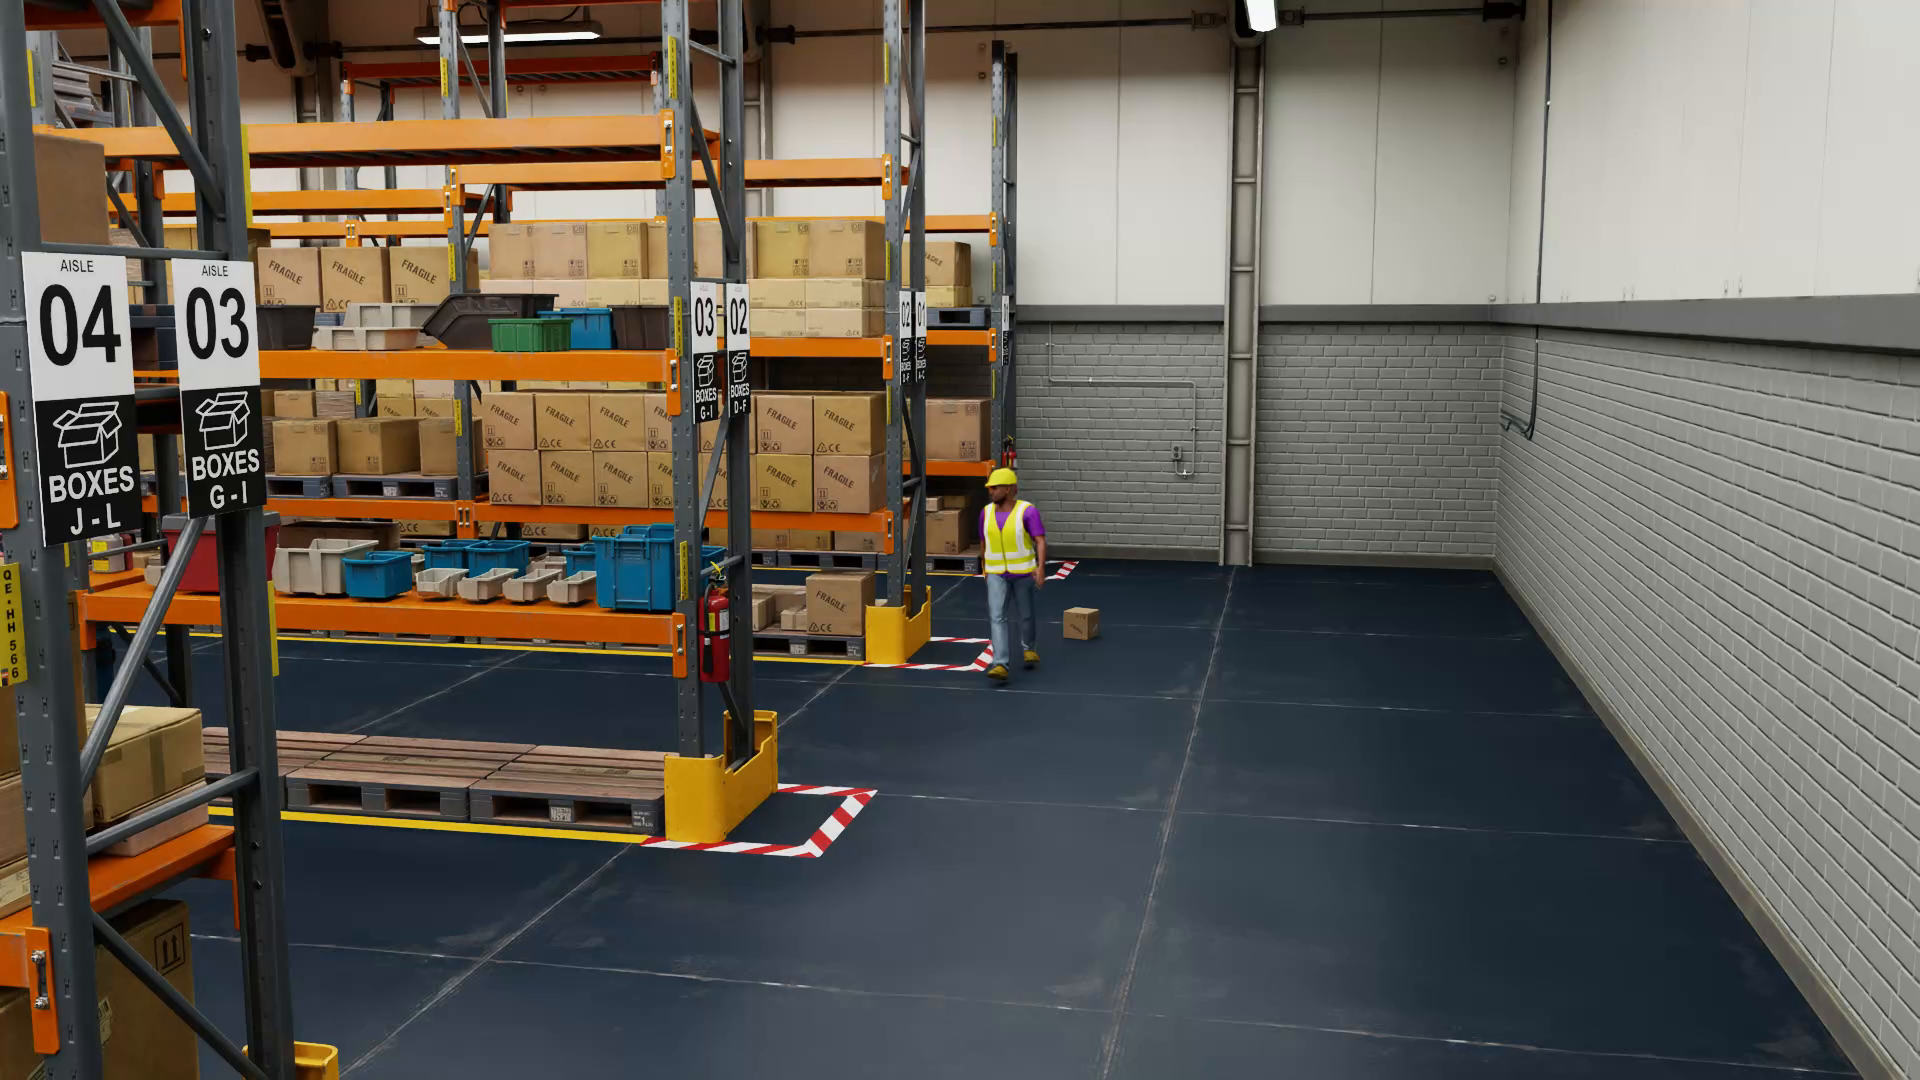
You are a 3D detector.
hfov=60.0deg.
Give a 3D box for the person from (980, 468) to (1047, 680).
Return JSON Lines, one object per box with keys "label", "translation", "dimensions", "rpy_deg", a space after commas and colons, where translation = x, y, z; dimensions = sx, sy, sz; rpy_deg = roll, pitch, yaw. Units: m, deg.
{"label": "person", "translation": [0.431, 0.272, 13.792], "dimensions": [0.632, 1.719, 1.053], "rpy_deg": [2, 8, 13]}
